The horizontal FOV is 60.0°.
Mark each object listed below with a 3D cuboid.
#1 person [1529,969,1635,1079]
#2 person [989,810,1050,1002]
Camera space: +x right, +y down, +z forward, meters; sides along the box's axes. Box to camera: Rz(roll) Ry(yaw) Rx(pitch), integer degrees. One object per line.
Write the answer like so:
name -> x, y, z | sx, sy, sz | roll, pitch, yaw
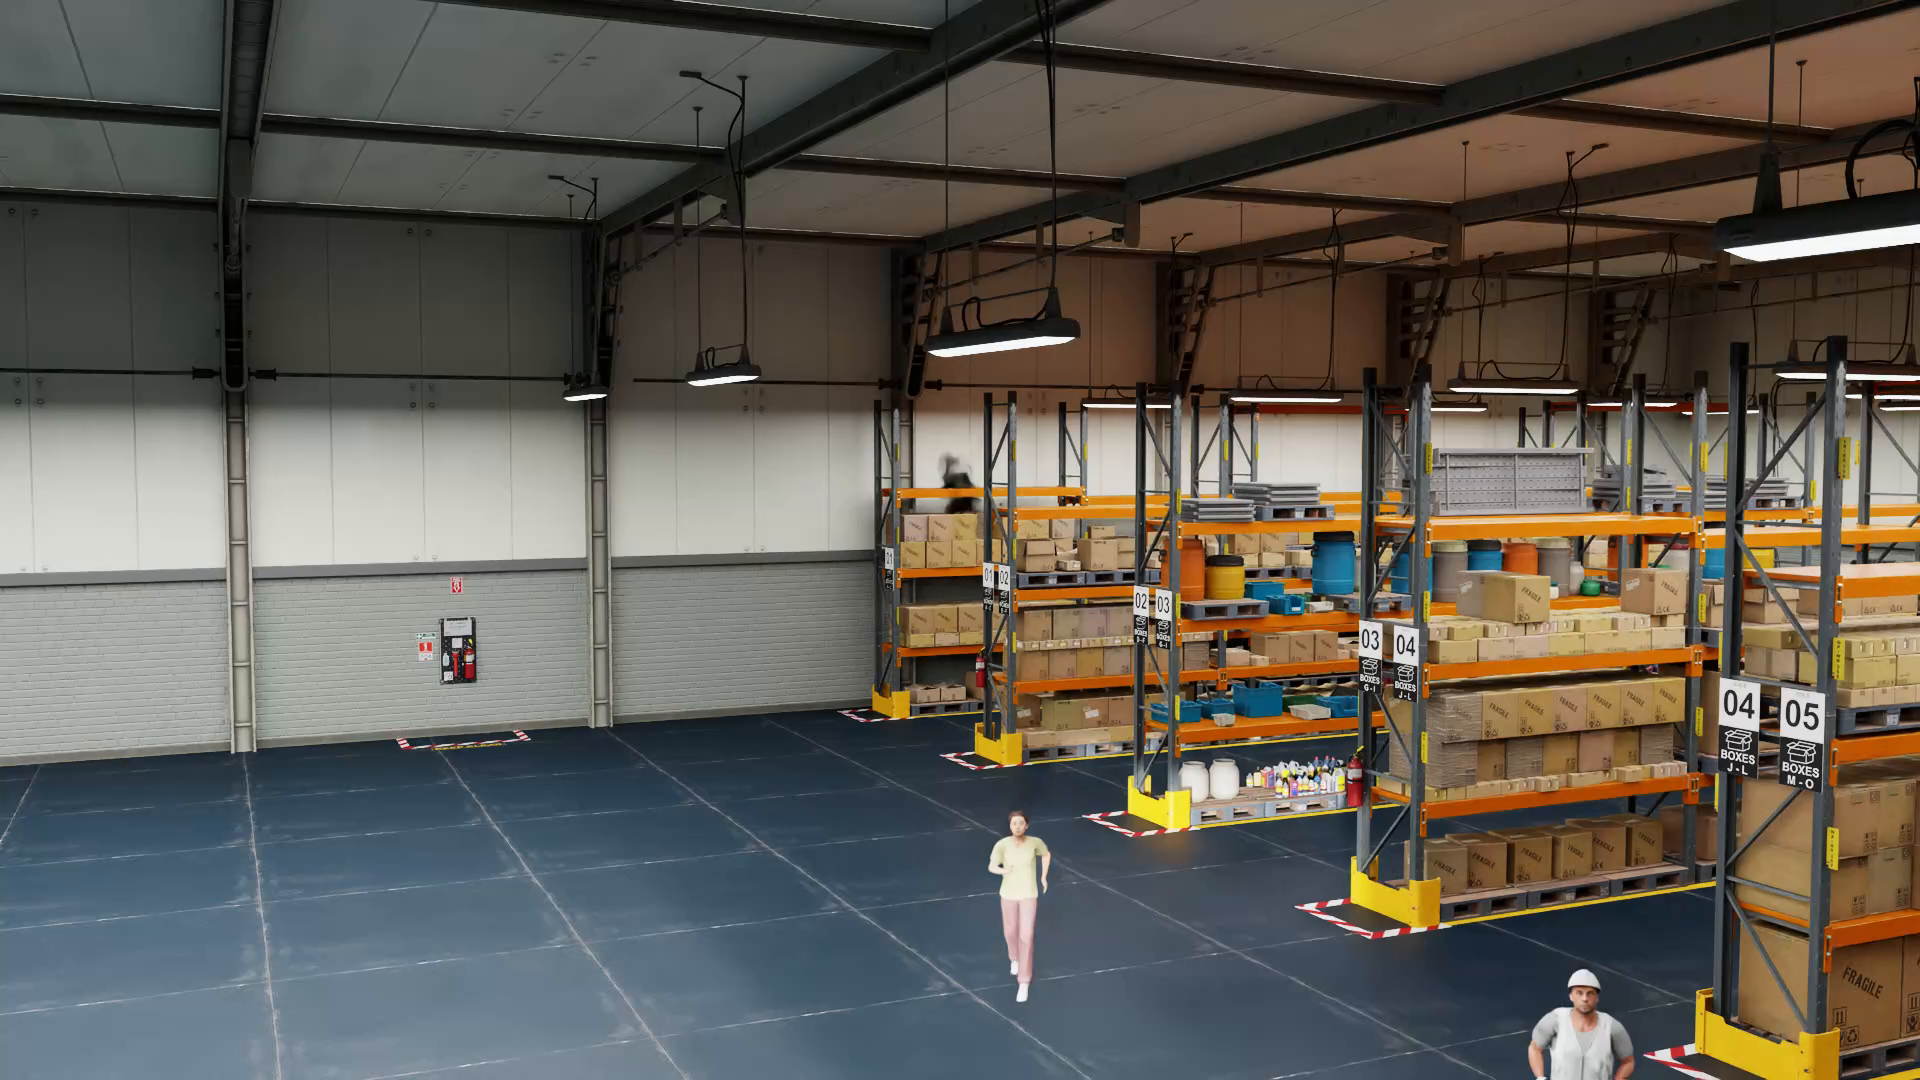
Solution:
person -> 4.053, 3.663, 10.857 | 0.644, 1.737, 0.602 | 1, 3, 16
person -> 0.556, 3.391, 15.728 | 0.561, 1.691, 0.908 | 0, 3, 8
